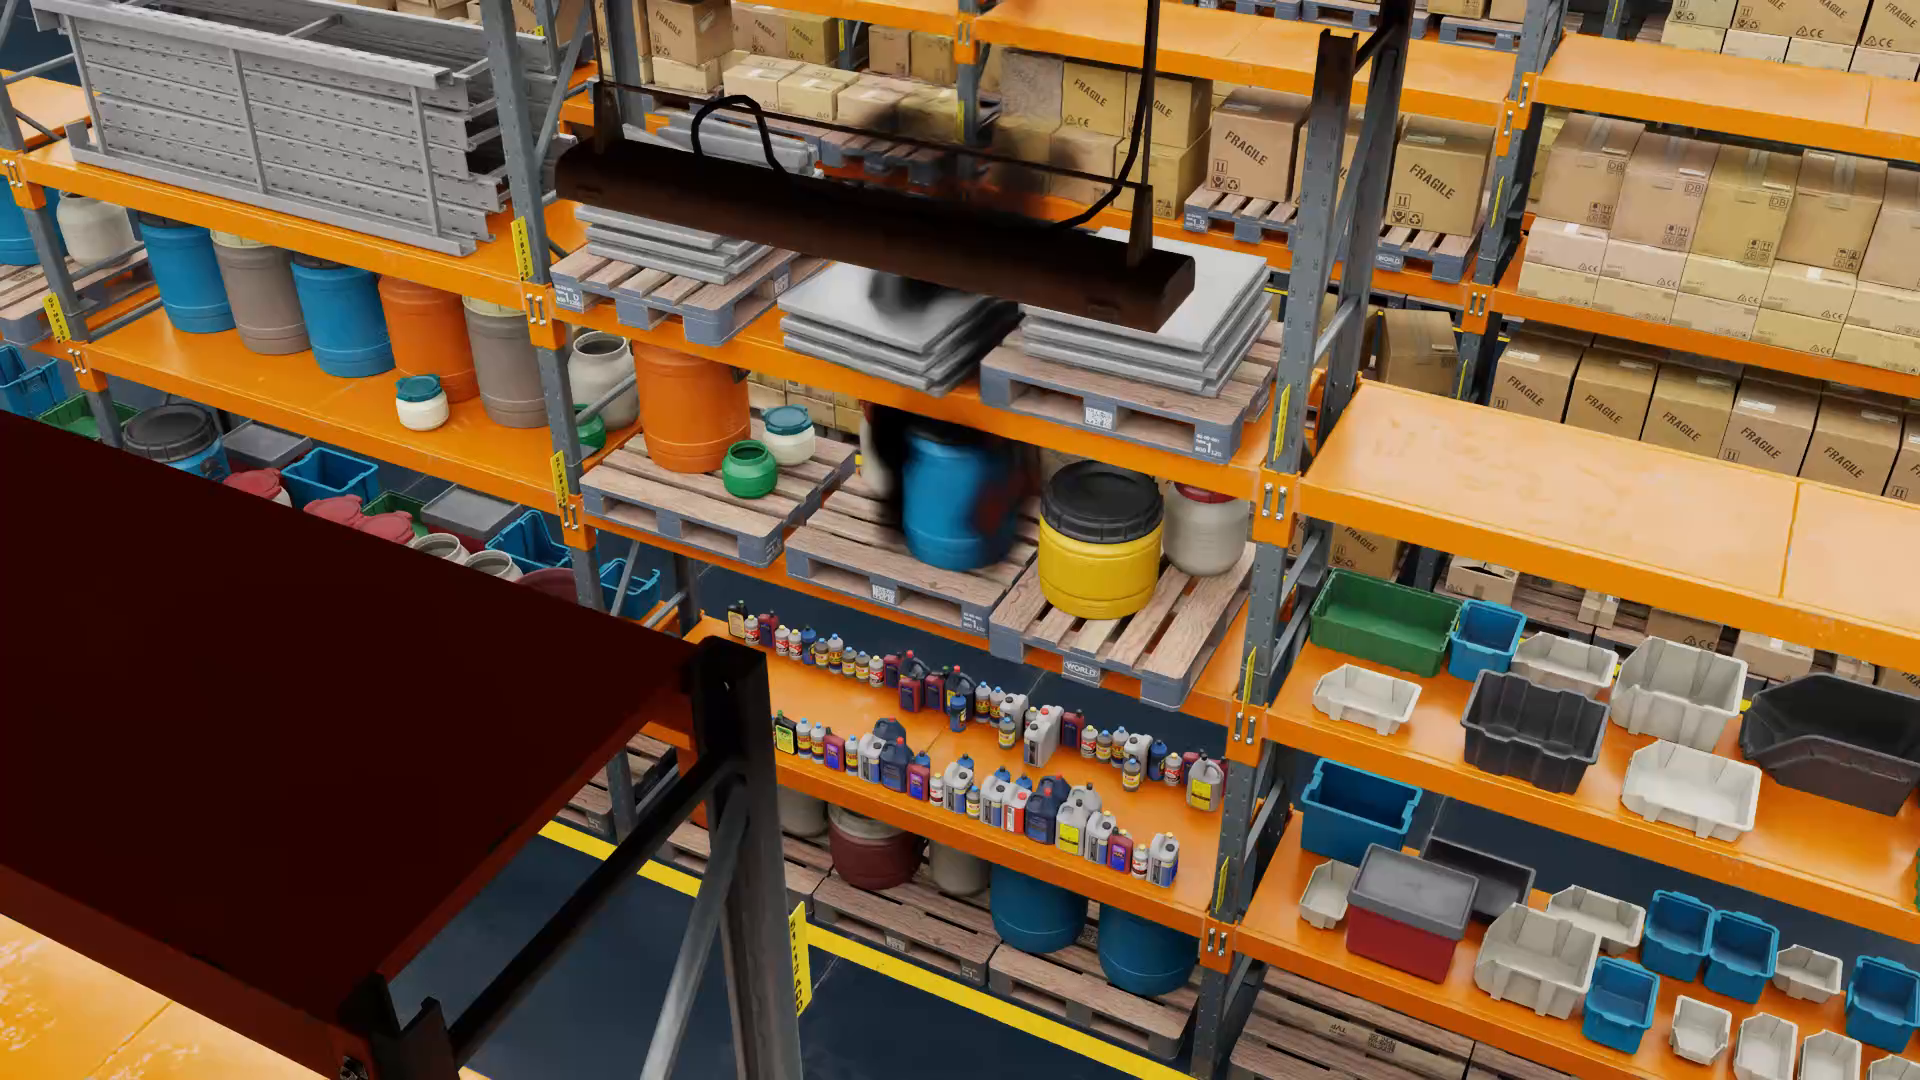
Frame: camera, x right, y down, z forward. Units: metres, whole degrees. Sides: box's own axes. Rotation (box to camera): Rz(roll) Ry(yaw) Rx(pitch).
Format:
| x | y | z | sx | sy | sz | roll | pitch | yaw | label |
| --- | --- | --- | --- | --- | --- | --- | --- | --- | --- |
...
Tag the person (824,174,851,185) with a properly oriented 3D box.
| x | y | z | sx | sy | sz | roll | pitch | yaw | label |
| --- | --- | --- | --- | --- | --- | --- | --- | --- | --- |
| -1.202 | -3.014 | 16.814 | 0.648 | 1.638 | 0.544 | 16 | 38 | 21 | person |
